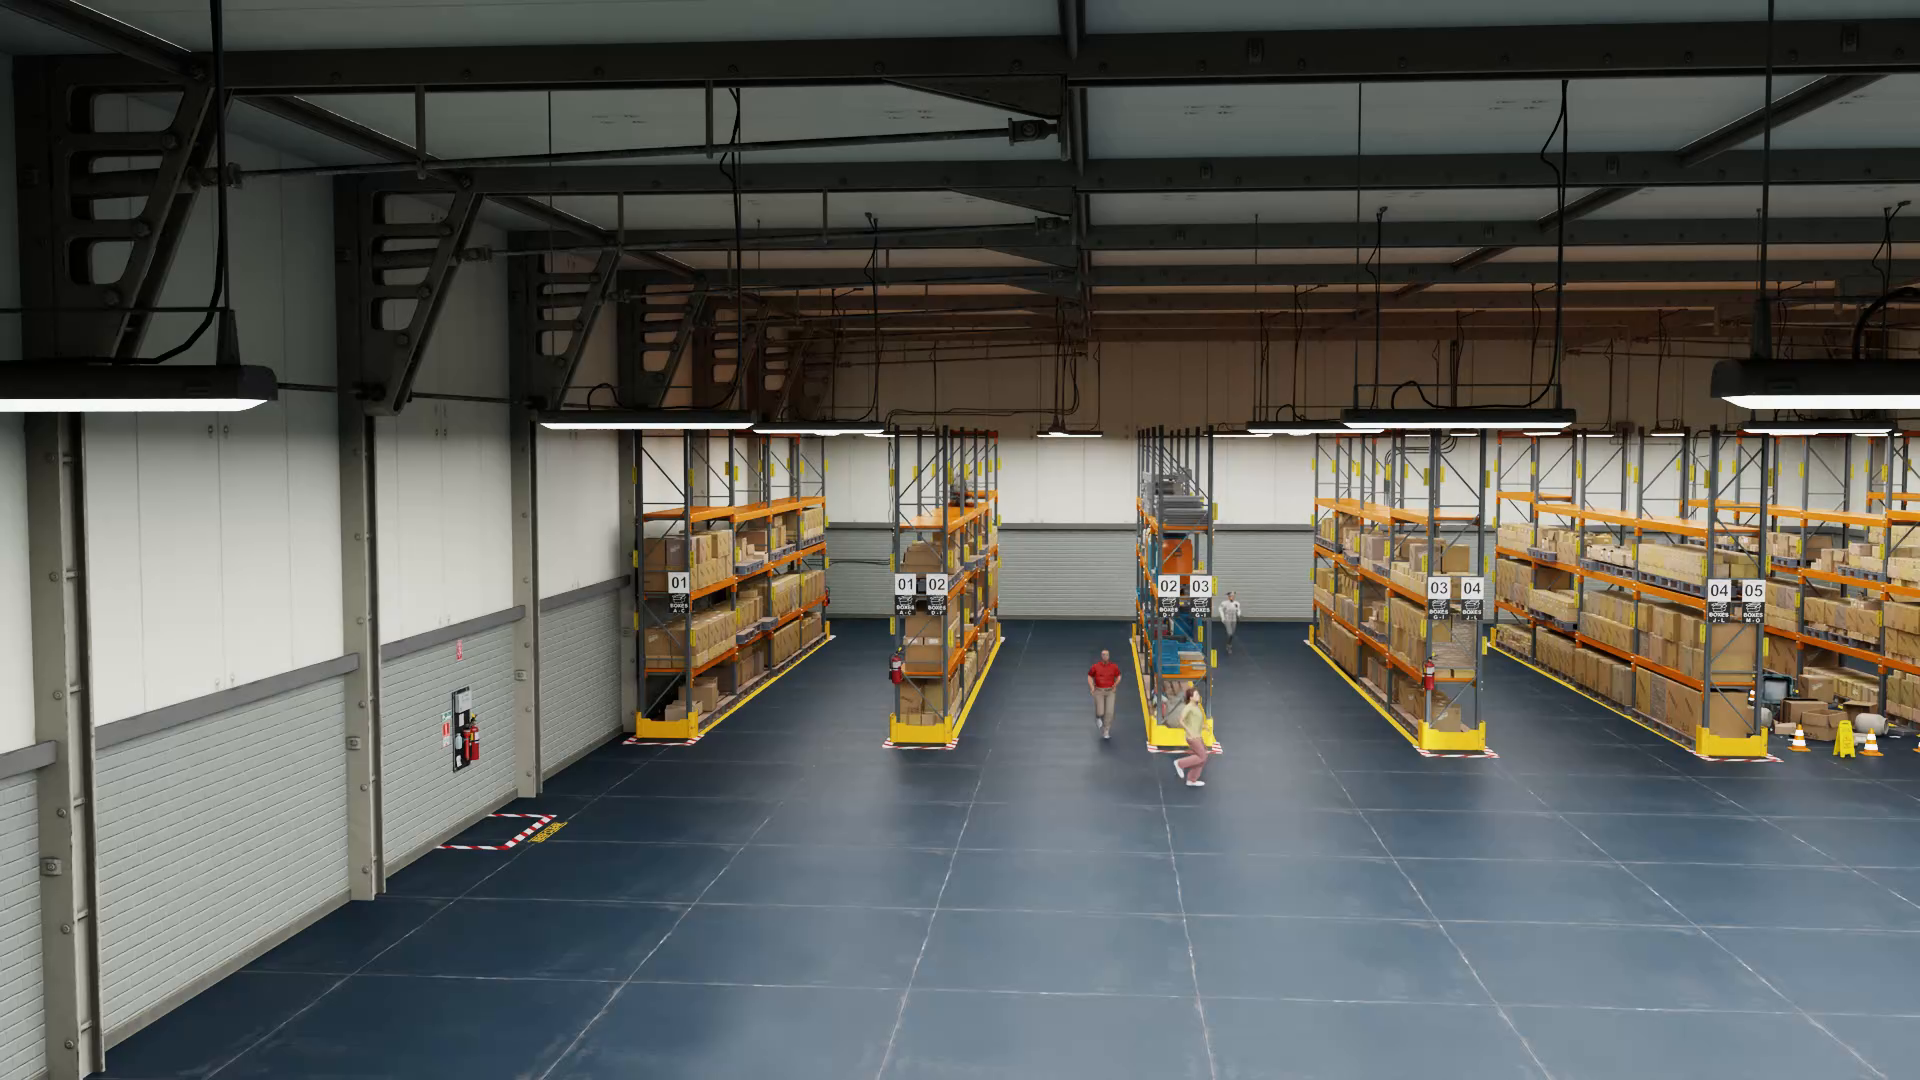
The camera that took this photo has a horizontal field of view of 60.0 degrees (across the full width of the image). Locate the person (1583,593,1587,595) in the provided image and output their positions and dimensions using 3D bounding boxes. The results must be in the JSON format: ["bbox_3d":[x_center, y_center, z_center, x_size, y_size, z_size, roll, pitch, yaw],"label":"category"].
[{"bbox_3d":[16.798,2.231,44.765,0.608,1.630,0.607,0,3,-4],"label":"person"}]

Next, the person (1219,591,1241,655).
[{"bbox_3d":[7.273,2.219,44.656,0.541,1.730,0.821,-1,4,-14],"label":"person"}]

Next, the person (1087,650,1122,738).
[{"bbox_3d":[2.799,2.956,32.132,0.664,1.683,0.604,0,3,0],"label":"person"}]

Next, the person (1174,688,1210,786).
[{"bbox_3d":[3.845,3.259,27.521,0.558,1.621,0.580,2,4,24],"label":"person"}]
